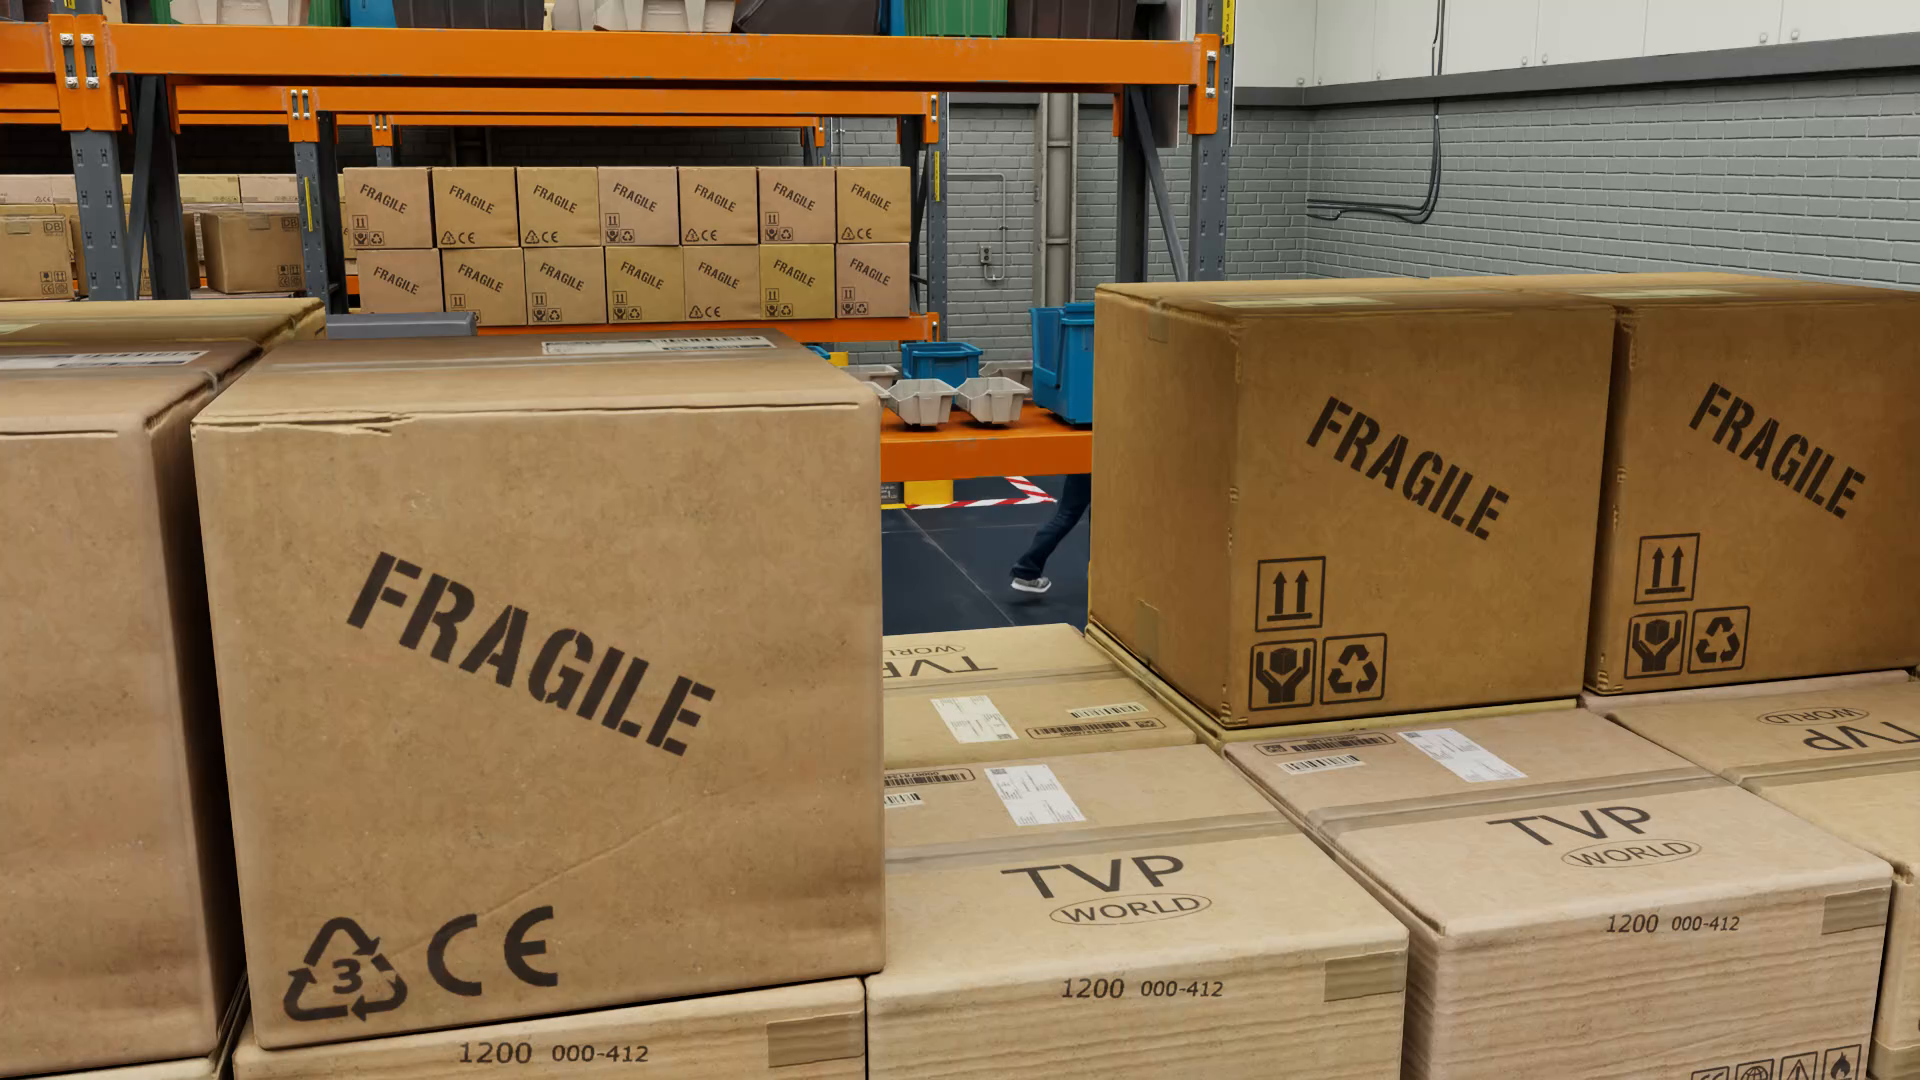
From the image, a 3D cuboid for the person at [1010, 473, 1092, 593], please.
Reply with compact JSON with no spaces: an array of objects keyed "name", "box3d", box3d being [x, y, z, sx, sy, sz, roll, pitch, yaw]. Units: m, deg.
[{"name":"person","box3d":[0.712,-0.459,8.951,0.902,1.528,0.465,-3,13,-13]}]
